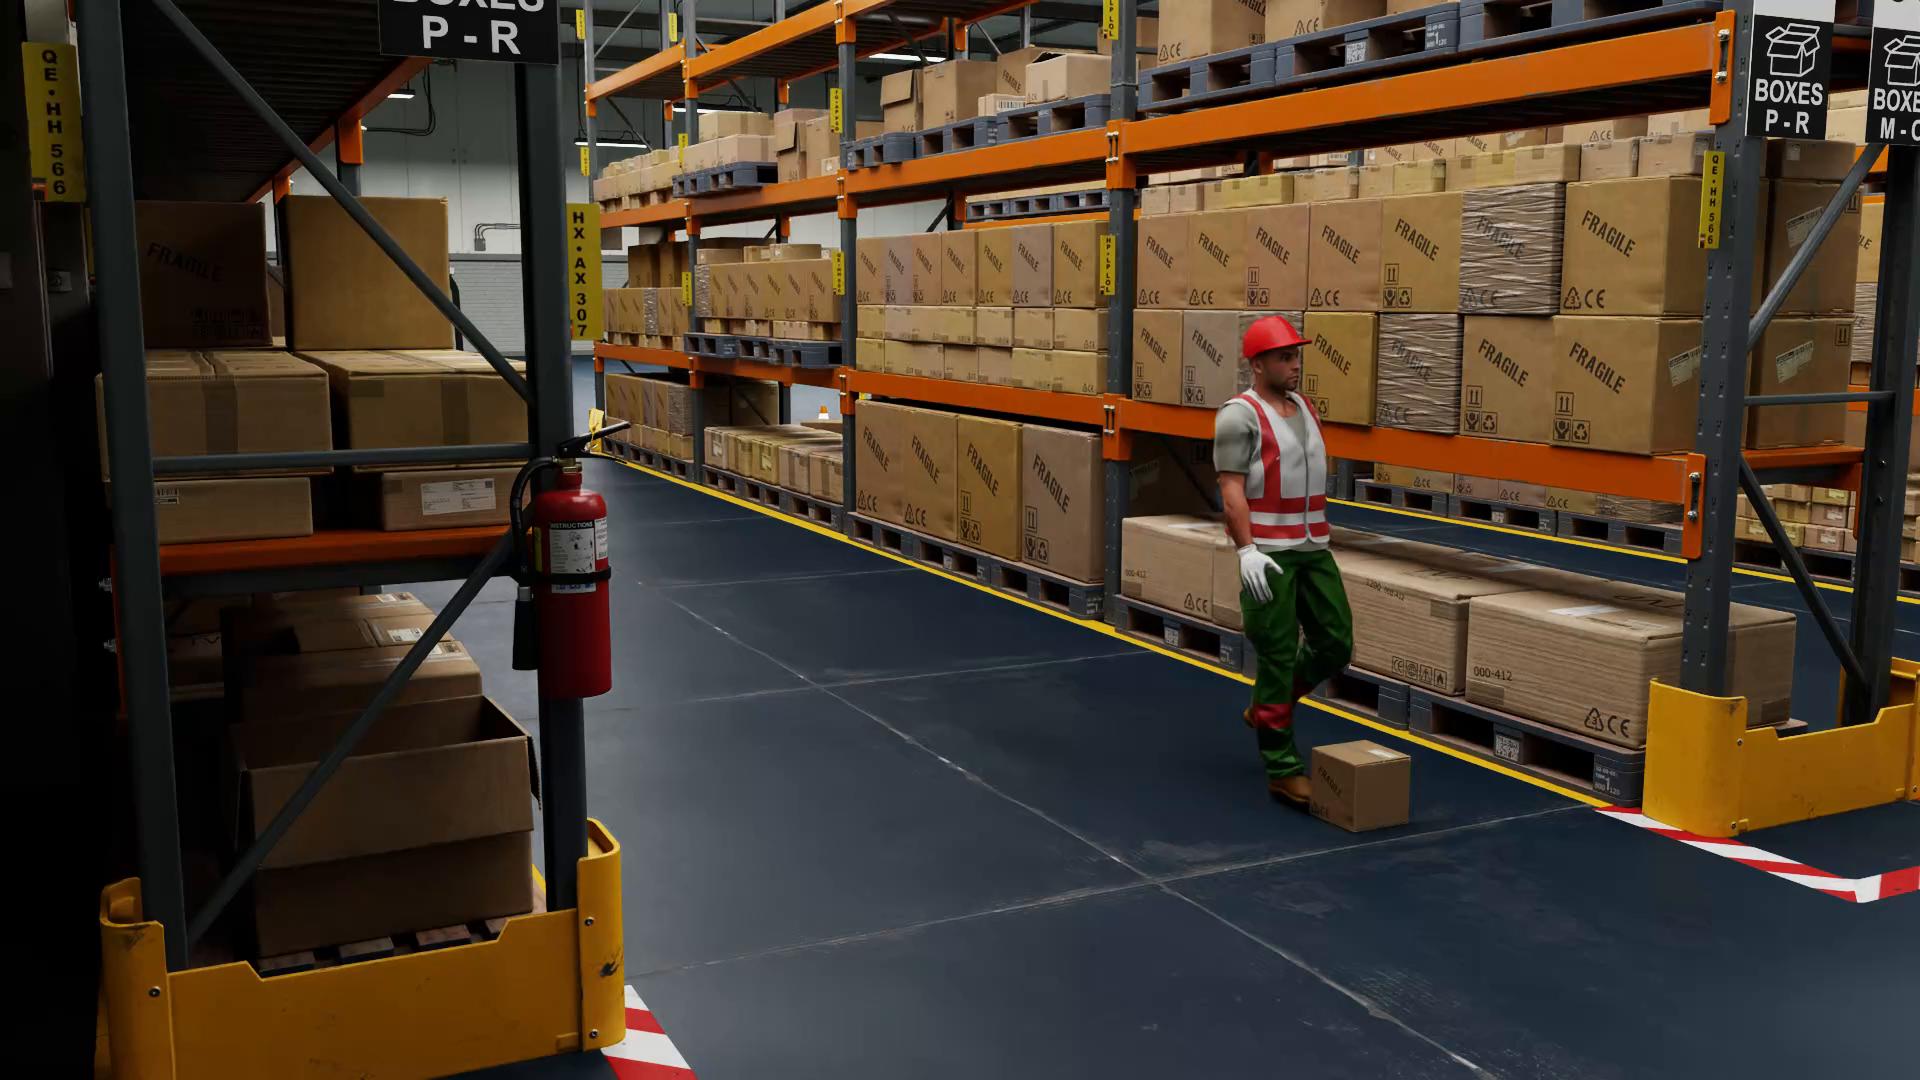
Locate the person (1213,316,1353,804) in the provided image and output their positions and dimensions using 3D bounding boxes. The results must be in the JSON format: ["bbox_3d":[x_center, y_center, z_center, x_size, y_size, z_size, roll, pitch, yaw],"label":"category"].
[{"bbox_3d":[1.232,0.059,6.245,0.558,1.783,0.640,-6,10,-34],"label":"person"}]
